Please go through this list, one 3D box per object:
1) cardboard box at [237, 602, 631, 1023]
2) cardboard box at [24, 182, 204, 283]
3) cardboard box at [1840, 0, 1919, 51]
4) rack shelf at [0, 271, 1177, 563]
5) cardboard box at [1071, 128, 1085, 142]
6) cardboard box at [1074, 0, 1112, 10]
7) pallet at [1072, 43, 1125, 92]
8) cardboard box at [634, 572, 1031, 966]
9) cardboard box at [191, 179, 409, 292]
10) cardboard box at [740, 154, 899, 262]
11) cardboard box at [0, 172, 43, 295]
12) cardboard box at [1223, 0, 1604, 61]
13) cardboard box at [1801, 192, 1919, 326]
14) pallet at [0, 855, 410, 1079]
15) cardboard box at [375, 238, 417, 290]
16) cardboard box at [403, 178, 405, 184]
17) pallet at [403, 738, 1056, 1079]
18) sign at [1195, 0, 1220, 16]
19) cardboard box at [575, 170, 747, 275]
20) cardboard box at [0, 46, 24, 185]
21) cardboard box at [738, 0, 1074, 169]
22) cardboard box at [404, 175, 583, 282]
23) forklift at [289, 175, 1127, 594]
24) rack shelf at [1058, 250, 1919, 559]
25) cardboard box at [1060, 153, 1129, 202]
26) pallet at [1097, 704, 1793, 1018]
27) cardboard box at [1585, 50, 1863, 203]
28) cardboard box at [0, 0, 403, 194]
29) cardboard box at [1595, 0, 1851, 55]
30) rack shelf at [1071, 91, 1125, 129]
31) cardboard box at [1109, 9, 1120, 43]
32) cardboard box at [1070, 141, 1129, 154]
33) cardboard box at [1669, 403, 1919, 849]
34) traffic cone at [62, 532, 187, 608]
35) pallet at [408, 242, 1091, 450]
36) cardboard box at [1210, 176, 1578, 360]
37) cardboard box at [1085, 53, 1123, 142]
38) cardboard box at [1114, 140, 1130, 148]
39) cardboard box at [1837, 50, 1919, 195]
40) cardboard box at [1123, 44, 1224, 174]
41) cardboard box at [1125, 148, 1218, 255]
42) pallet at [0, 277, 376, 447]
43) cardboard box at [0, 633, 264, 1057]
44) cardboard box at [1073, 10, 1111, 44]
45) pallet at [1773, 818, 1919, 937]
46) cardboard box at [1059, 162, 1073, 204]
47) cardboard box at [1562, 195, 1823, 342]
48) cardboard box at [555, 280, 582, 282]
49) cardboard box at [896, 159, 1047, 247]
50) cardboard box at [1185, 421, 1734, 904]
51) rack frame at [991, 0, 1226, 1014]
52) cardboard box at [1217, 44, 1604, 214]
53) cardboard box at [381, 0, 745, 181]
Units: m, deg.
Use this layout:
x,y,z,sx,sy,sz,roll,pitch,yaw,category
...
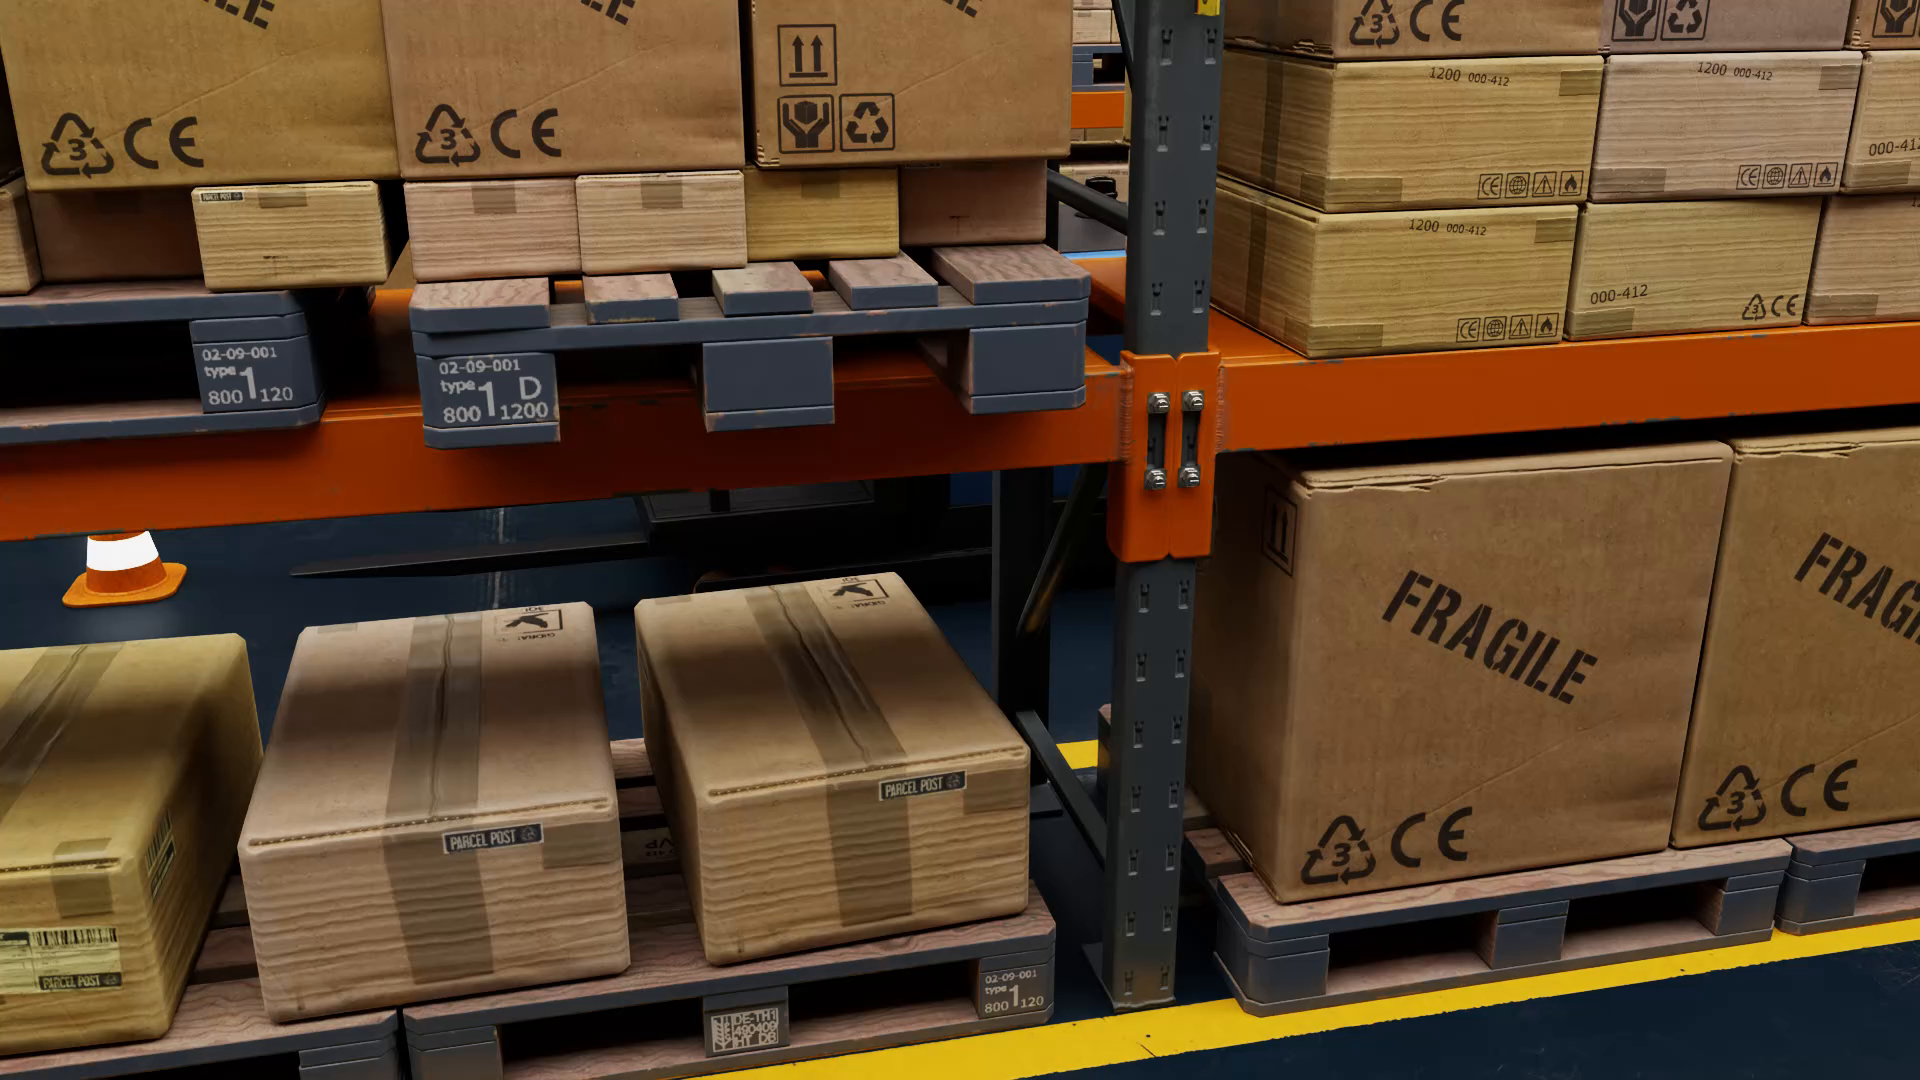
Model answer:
x,y,z,sx,sy,sz,roll,pitch,yaw,category
-1.018,0.491,3.323,0.625,0.372,0.950,-5,21,-14,cardboard box
-1.279,-0.521,2.630,0.250,0.149,0.380,-4,21,-12,cardboard box
1.774,-1.200,3.131,0.500,0.500,0.500,-4,21,-11,cardboard box
-1.696,-0.152,2.915,4.000,0.370,1.077,-5,21,-12,rack shelf
0.375,-3.353,13.086,0.875,0.875,1.225,-5,21,-14,cardboard box
0.540,-2.571,7.794,0.250,0.149,0.380,-5,21,-12,cardboard box
0.930,-2.377,8.223,1.213,0.211,1.003,-5,21,-12,pallet
-0.302,0.430,3.490,0.625,0.372,0.950,-6,21,-16,cardboard box
-1.005,-0.499,2.570,0.250,0.149,0.380,-4,21,-12,cardboard box
-0.259,-0.577,2.784,0.250,0.149,0.380,-4,21,-12,cardboard box
-1.504,-0.474,2.501,0.250,0.149,0.380,-5,21,-14,cardboard box
0.786,-1.122,2.917,0.500,0.500,0.500,-5,21,-14,cardboard box
1.792,-0.618,3.360,0.500,0.250,0.500,-4,20,-11,cardboard box
-1.696,0.818,3.275,1.213,0.211,1.003,-5,21,-12,pallet
-2.451,-1.350,7.798,0.750,0.750,1.050,-4,21,-12,cardboard box
-0.941,-0.732,3.206,0.250,0.149,0.380,-5,21,-12,cardboard box
-0.511,0.722,3.535,1.213,0.211,1.003,-5,21,-12,pallet
0.384,-0.974,2.544,0.005,0.325,0.100,-5,21,-12,sign
-0.494,-0.542,2.689,0.250,0.149,0.380,-5,21,-13,cardboard box
-1.651,-0.775,2.381,0.500,0.500,0.500,-6,21,-15,cardboard box
-0.128,-0.903,2.730,0.500,0.500,0.500,-5,21,-14,cardboard box
-0.741,-0.525,2.642,0.250,0.149,0.380,-6,21,-15,cardboard box
-0.606,-1.316,5.147,3.031,2.935,1.130,-6,21,-15,forklift
2.196,-0.469,3.779,4.000,0.370,1.077,-5,21,-12,rack shelf
0.718,-1.721,8.086,0.500,0.250,0.500,-4,21,-12,cardboard box
1.035,0.624,3.804,1.213,0.211,1.003,-5,21,-12,pallet
1.303,-0.811,3.158,0.500,0.250,0.500,-4,21,-11,cardboard box
-1.120,-0.818,2.499,0.500,0.500,0.500,-6,21,-16,cardboard box
1.267,-1.164,3.033,0.500,0.500,0.500,-5,21,-12,cardboard box
0.959,-2.118,8.281,4.000,0.370,1.077,-5,21,-12,rack shelf
0.784,-2.450,7.896,0.250,0.149,0.380,-4,21,-12,cardboard box
0.605,-1.893,8.555,0.500,0.250,0.500,-4,21,-11,cardboard box
1.810,0.056,3.779,0.875,0.875,0.875,-4,21,-12,cardboard box
-2.706,-0.065,5.319,0.334,0.463,0.336,-5,21,-12,traffic cone
-0.419,-0.466,3.005,1.003,0.211,1.213,-5,21,-12,pallet
0.784,-0.532,3.125,0.500,0.250,0.500,-5,21,-13,cardboard box
1.244,-3.424,13.280,0.875,0.875,1.225,-5,21,-12,cardboard box
1.111,-1.937,8.676,0.500,0.250,0.500,-4,20,-10,cardboard box
1.791,-0.846,3.254,0.500,0.250,0.500,-5,21,-13,cardboard box
0.663,-0.936,3.500,0.500,0.250,0.500,-5,21,-13,cardboard box
0.683,-0.705,3.596,0.500,0.250,0.500,-5,21,-14,cardboard box
-1.667,-0.388,2.791,1.213,0.211,1.003,-5,21,-12,pallet
-1.758,0.549,3.165,0.625,0.372,0.950,-4,20,-11,cardboard box
0.539,-2.431,7.844,0.250,0.149,0.380,-4,20,-11,cardboard box
2.220,0.529,4.065,1.213,0.211,1.003,-5,21,-12,pallet
0.233,-1.686,7.991,0.500,0.250,0.500,-5,21,-13,cardboard box
1.280,-0.579,3.252,0.500,0.250,0.500,-5,21,-14,cardboard box
-1.601,-1.420,7.990,0.750,0.750,1.050,-5,21,-13,cardboard box
-0.015,-0.623,2.908,0.250,0.149,0.380,-4,20,-10,cardboard box
0.941,0.125,3.590,0.875,0.875,0.875,-5,21,-13,cardboard box
0.250,-0.648,3.223,0.127,3.000,1.000,-5,21,-12,rack frame
0.800,-0.770,3.047,0.500,0.250,0.500,-5,21,-13,cardboard box
-0.629,-0.858,2.609,0.500,0.500,0.500,-5,21,-13,cardboard box
